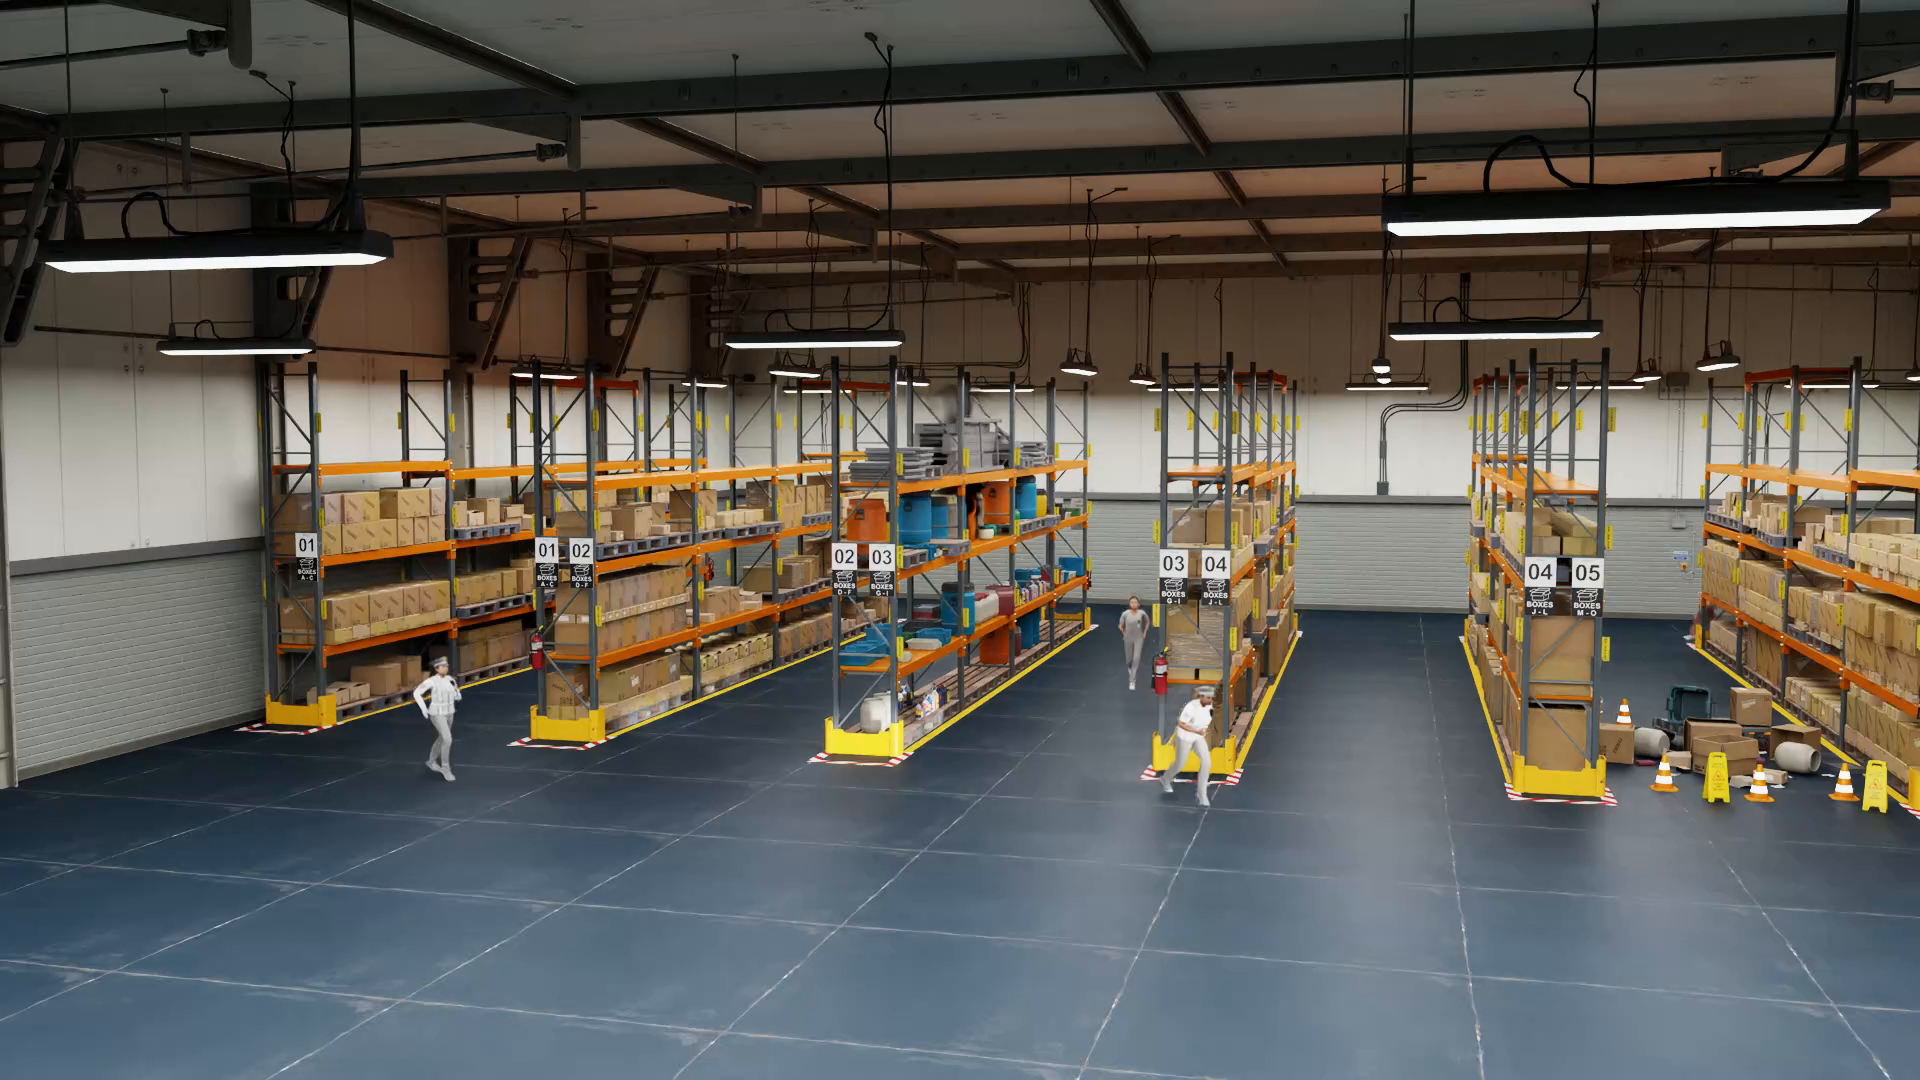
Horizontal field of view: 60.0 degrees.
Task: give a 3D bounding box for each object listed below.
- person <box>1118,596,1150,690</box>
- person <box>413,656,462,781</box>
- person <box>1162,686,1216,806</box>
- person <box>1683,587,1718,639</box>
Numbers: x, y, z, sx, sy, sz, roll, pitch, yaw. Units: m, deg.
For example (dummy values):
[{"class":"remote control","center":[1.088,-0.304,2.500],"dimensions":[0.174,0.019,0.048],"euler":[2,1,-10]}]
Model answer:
[{"class":"person","center":[3.177,1.847,30.338],"dimensions":[0.576,1.668,0.796],"euler":[0,4,6]},{"class":"person","center":[-7.315,2.509,23.459],"dimensions":[0.754,1.754,0.581],"euler":[2,5,29]},{"class":"person","center":[3.047,2.693,22.057],"dimensions":[0.617,1.624,0.940],"euler":[-3,5,-34]},{"class":"person","center":[17.105,1.485,38.091],"dimensions":[0.944,1.650,0.645],"euler":[2,4,25]}]
